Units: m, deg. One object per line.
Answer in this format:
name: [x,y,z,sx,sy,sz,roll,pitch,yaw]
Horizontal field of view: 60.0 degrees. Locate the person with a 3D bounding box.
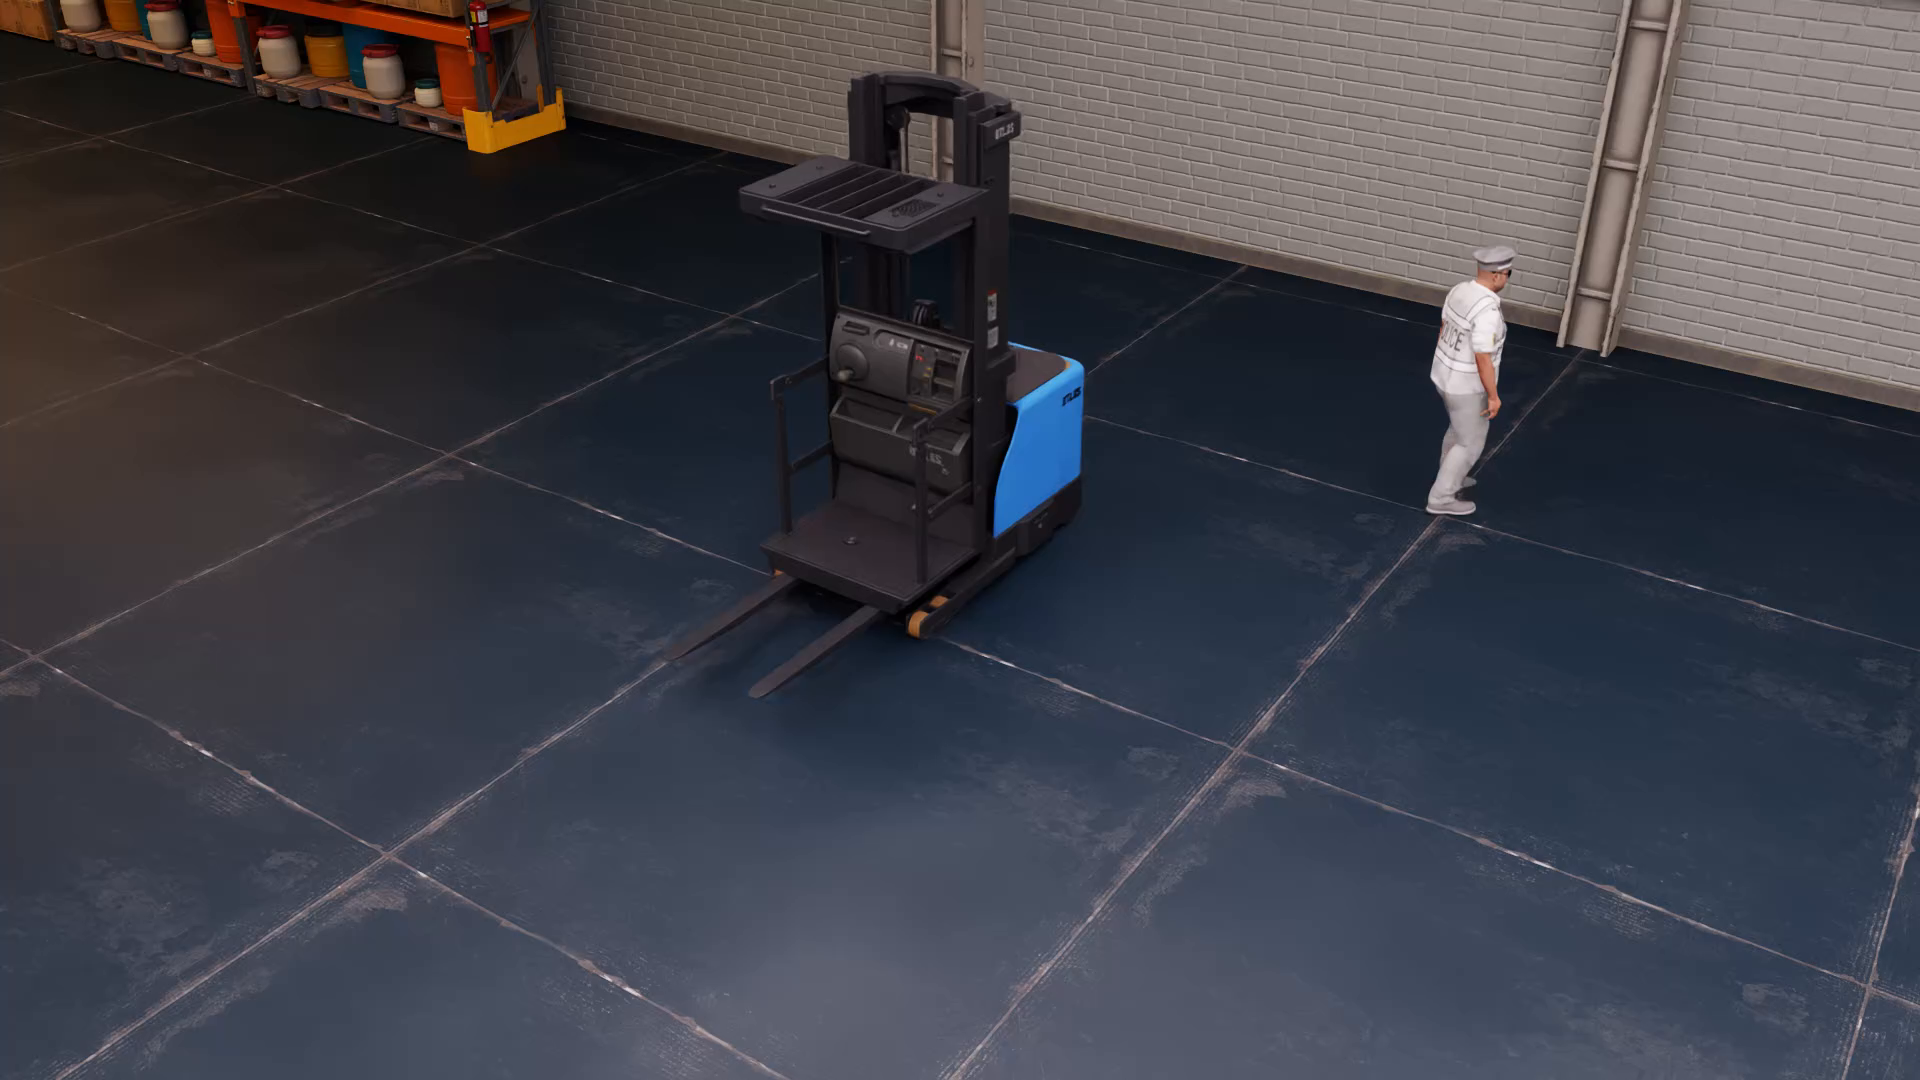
person: [3.252,-0.991,10.505,0.509,1.779,0.613,-3,30,-6]

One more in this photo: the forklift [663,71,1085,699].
forklift: [-0.468,-0.971,9.254,1.130,2.935,3.031,19,35,30]
